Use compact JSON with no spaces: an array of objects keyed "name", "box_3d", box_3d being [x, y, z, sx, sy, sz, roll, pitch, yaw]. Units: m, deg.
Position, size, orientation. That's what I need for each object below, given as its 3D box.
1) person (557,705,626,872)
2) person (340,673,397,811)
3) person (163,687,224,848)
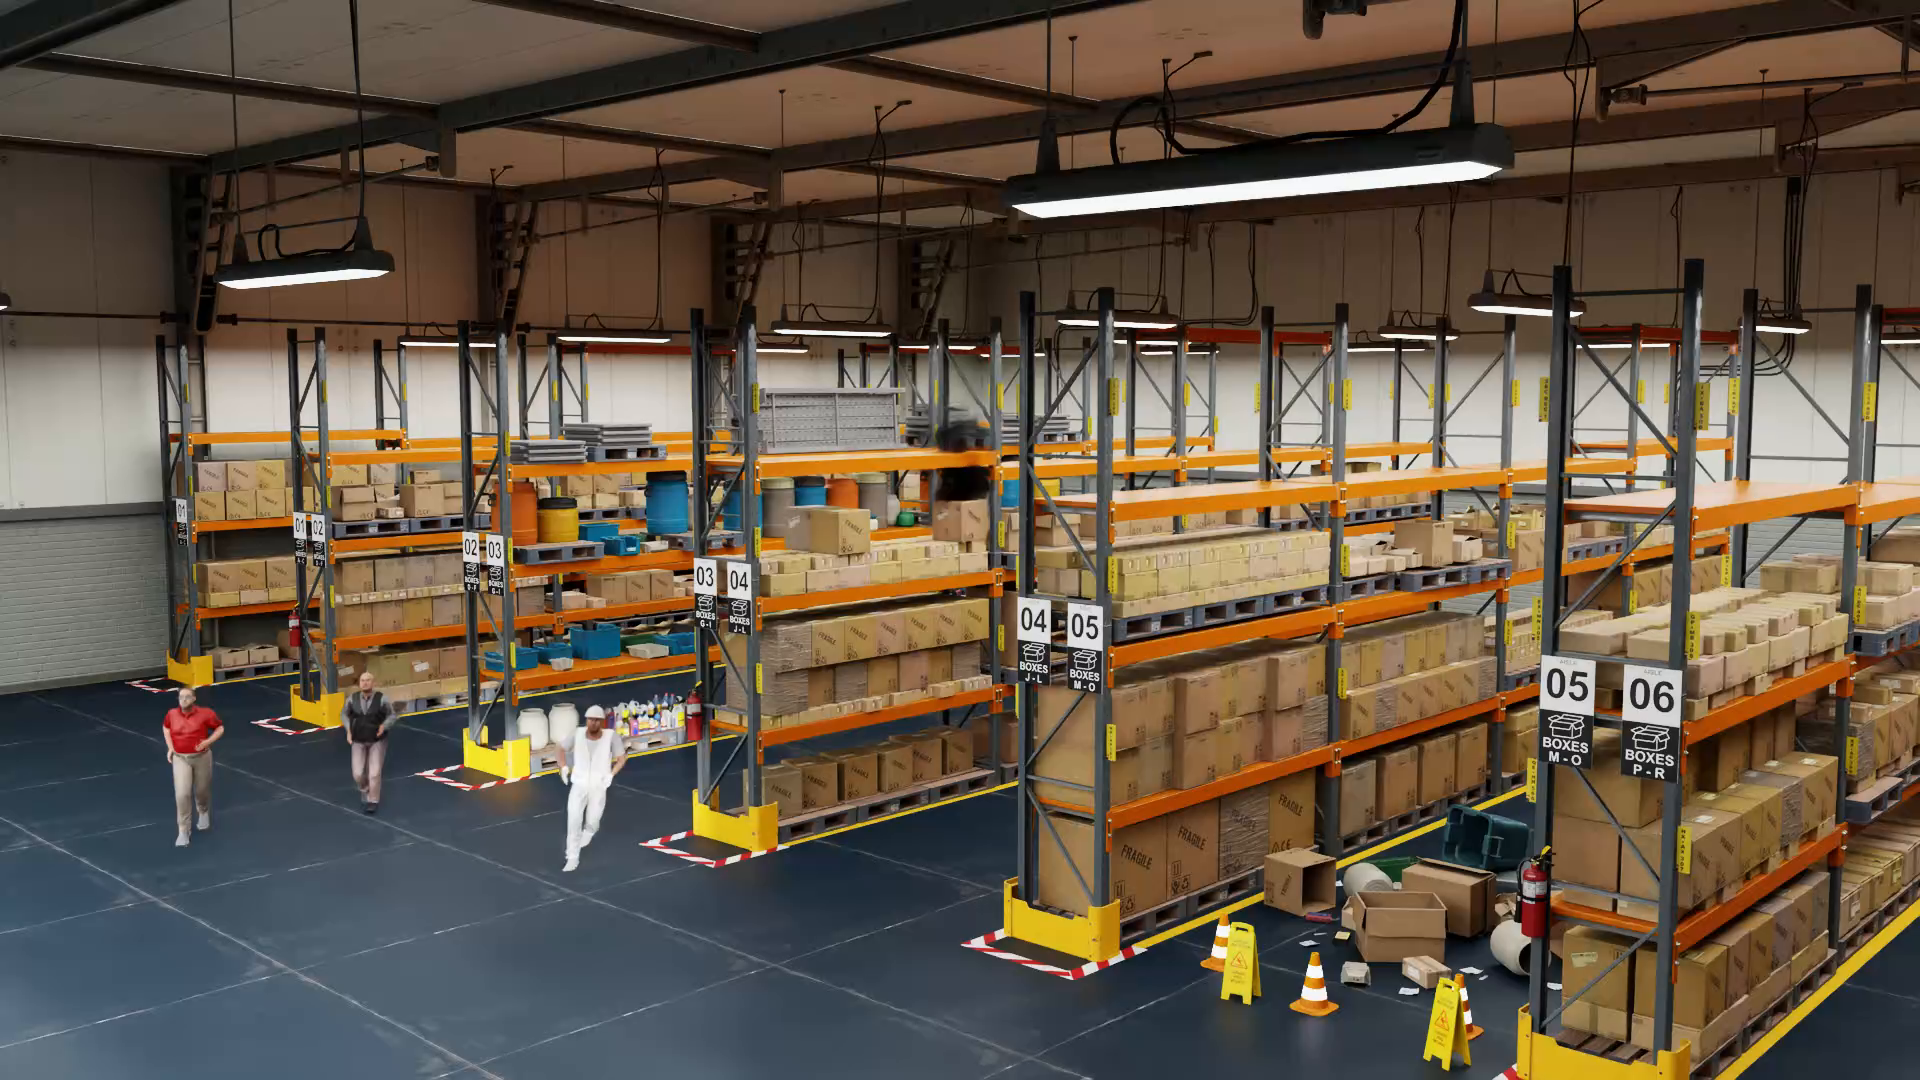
[{"name":"person","box_3d":[-3.989,2.634,18.013,0.739,1.730,0.836,-1,5,-5]},{"name":"person","box_3d":[-7.153,2.445,20.088,0.675,1.682,0.575,-1,5,-11]},{"name":"person","box_3d":[-8.707,2.530,18.922,0.655,1.772,0.854,-2,6,-18]}]
